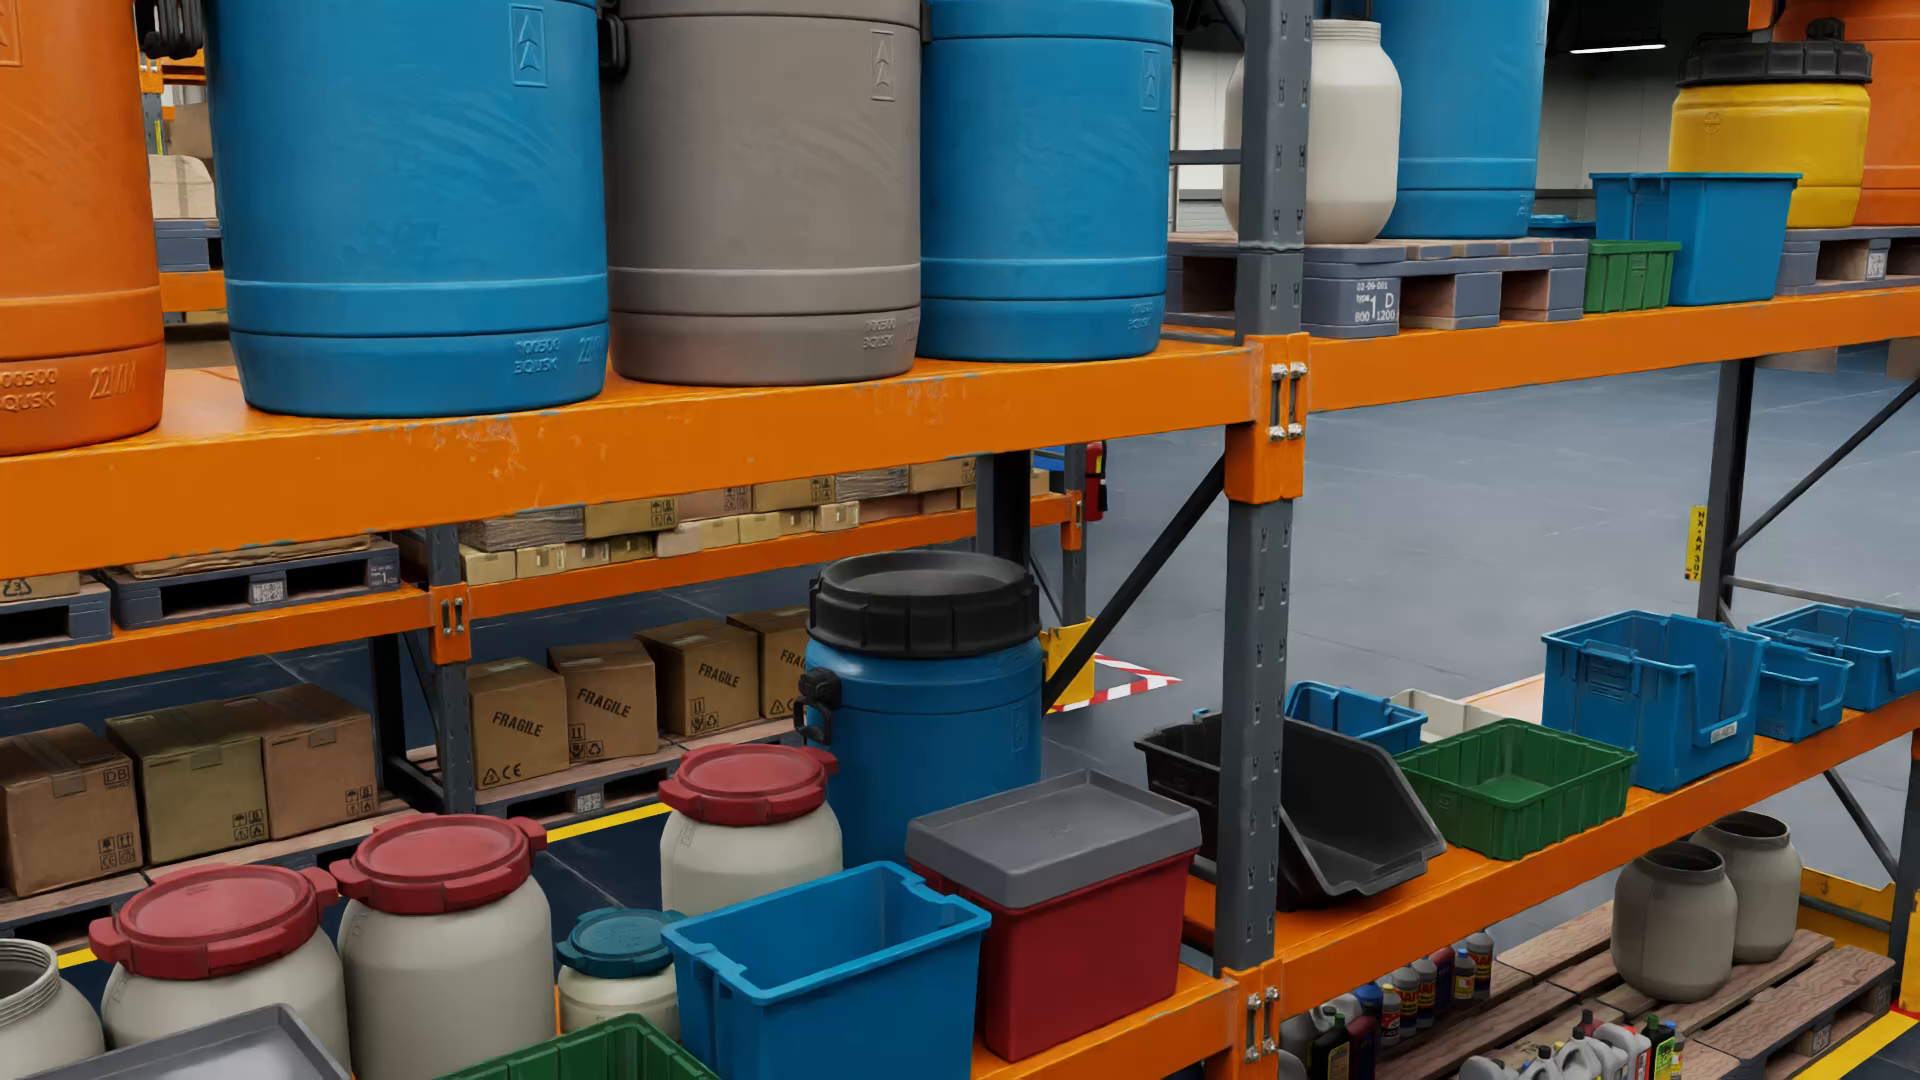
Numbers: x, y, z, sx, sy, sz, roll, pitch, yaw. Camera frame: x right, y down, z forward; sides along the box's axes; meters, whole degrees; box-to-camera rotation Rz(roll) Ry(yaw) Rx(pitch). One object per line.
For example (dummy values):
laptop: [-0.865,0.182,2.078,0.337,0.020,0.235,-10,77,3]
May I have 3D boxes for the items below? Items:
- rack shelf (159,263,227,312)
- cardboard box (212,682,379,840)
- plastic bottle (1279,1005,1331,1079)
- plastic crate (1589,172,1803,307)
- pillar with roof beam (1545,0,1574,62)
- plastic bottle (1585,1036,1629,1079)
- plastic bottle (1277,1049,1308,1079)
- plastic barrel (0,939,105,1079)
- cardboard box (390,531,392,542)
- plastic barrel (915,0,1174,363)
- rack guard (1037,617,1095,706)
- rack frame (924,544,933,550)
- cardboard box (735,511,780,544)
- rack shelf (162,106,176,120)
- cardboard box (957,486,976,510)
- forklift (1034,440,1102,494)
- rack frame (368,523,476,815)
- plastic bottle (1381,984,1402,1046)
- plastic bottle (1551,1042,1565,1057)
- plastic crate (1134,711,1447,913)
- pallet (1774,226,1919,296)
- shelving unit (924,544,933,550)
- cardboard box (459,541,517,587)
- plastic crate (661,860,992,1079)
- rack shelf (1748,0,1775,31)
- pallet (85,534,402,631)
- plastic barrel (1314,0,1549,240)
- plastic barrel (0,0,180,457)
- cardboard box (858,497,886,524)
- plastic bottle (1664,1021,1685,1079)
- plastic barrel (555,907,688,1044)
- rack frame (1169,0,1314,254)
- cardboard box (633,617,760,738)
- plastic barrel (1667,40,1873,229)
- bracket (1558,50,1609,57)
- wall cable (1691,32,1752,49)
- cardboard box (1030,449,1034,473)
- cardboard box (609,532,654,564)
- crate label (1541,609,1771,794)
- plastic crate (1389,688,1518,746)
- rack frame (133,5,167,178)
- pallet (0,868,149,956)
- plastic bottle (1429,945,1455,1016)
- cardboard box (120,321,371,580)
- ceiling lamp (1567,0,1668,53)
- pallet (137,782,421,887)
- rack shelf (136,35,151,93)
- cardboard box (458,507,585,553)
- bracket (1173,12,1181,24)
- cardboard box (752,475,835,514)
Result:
rack shelf: [-4.256,-0.897,6.643,4.000,0.370,1.077,-9,15,-38]
cardboard box: [-3.187,1.042,7.957,0.500,0.500,0.700,-11,16,-42]
plastic bottle: [1.124,1.645,5.477,0.185,0.351,0.144,-10,15,-38]
plastic crate: [2.222,-0.920,5.058,0.575,0.384,0.392,-9,15,-38]
pillar with roof beam: [16.143,-9.157,36.589,0.548,9.000,9.100,-9,15,-38]
plastic bottle: [2.041,1.716,5.325,0.135,0.276,0.152,-10,16,-39]
plastic bottle: [0.984,1.745,5.189,0.135,0.276,0.152,-9,15,-38]
plastic barrel: [-1.725,1.004,2.912,0.421,0.512,0.421,0,12,0]
cardboard box: [-4.478,-0.213,13.014,0.875,0.875,0.875,-9,15,-37]
plastic barrel: [0.138,-0.849,3.479,0.708,0.901,0.600,-9,15,-38]
rack guard: [0.370,0.672,10.760,0.348,0.500,1.175,-9,15,-38]
rack frame: [-0.402,-0.483,14.697,0.032,1.125,0.500,-9,15,-38]
cardboard box: [-1.176,-0.094,8.957,0.250,0.149,0.380,-9,15,-38]
rack shelf: [-10.427,-5.100,20.176,4.000,0.370,1.077,-9,15,-38]
cardboard box: [-0.023,-0.294,9.896,0.250,0.149,0.380,-9,15,-38]
forklift: [1.000,-2.159,18.238,1.130,2.935,3.031,3,12,16]
rack frame: [-2.695,-0.041,8.102,0.127,3.000,1.000,-9,15,-38]
plastic bottle: [1.489,1.652,5.807,0.097,0.201,0.097,0,12,0]
plastic bottle: [1.948,1.734,5.417,0.097,0.201,0.097,0,12,0]
plastic crate: [0.888,0.745,4.548,0.504,0.338,0.767,-9,15,-38]
pallet: [2.816,-1.040,6.040,1.213,0.211,1.003,-9,15,-38]
shelving unit: [-0.005,-0.549,15.008,1.048,1.125,0.538,-9,15,-38]
cardboard box: [-2.339,0.102,8.030,0.250,0.149,0.380,-9,15,-38]
plastic crate: [-0.267,0.963,3.409,0.575,0.384,0.392,-9,15,-38]
rack shelf: [1.961,-1.885,5.034,4.000,0.370,1.077,-9,15,-38]
pallet: [-3.382,0.128,7.766,1.213,0.211,1.003,-9,15,-38]
plastic barrel: [1.244,-1.268,4.438,0.708,0.901,0.600,-9,15,-38]
plastic barrel: [-1.436,-0.553,2.254,0.708,0.830,0.600,-9,15,-38]
cardboard box: [-0.631,-0.202,9.464,0.250,0.149,0.380,-9,15,-38]
plastic bottle: [2.363,1.706,5.551,0.097,0.201,0.097,0,12,0]
plastic barrel: [-0.730,0.976,3.642,0.301,0.262,0.301,0,12,0]
rack frame: [0.400,-2.173,3.696,0.127,3.000,1.000,-9,15,-38]
cardboard box: [-1.479,0.762,9.327,0.500,0.500,0.500,-11,16,-43]
plastic barrel: [2.712,-1.353,5.595,0.600,0.588,0.600,0,12,0]
bracket: [15.389,-11.843,40.573,3.189,0.066,0.076,-9,15,-38]
wall cable: [18.270,-10.536,38.399,0.112,2.526,3.097,-9,15,-38]
cardboard box: [-0.018,-0.688,10.190,0.500,0.500,0.875,-9,15,-38]
cardboard box: [-1.768,0.001,8.507,0.250,0.149,0.380,-9,15,-38]
crate label: [2.255,0.508,5.428,0.616,0.435,0.502,-9,15,-38]
plastic crate: [1.509,0.639,5.532,0.437,0.136,0.530,-9,15,-38]
rack frame: [-5.714,-3.794,11.329,0.127,3.000,1.000,-9,15,-38]
pallet: [-4.255,1.583,7.165,1.213,0.211,1.003,-9,15,-38]
plastic bottle: [1.724,1.568,6.005,0.133,0.283,0.061,-9,15,-37]
cardboard box: [-3.402,-0.460,7.618,1.000,1.000,1.000,-9,15,-37]
ceiling lamp: [13.403,-11.439,33.282,0.800,3.185,2.000,-9,15,-38]
pallet: [-3.302,1.424,7.915,1.213,0.211,1.003,-9,15,-38]
rack shelf: [-7.276,-2.986,10.223,4.000,0.370,1.077,-9,15,-38]
cardboard box: [-2.305,-0.284,8.289,0.500,0.500,0.875,-9,15,-38]
bracket: [3.981,-9.948,31.646,0.430,0.232,0.235,-9,15,-38]
cardboard box: [-1.148,-0.483,9.224,0.500,0.500,0.875,-9,15,-38]
